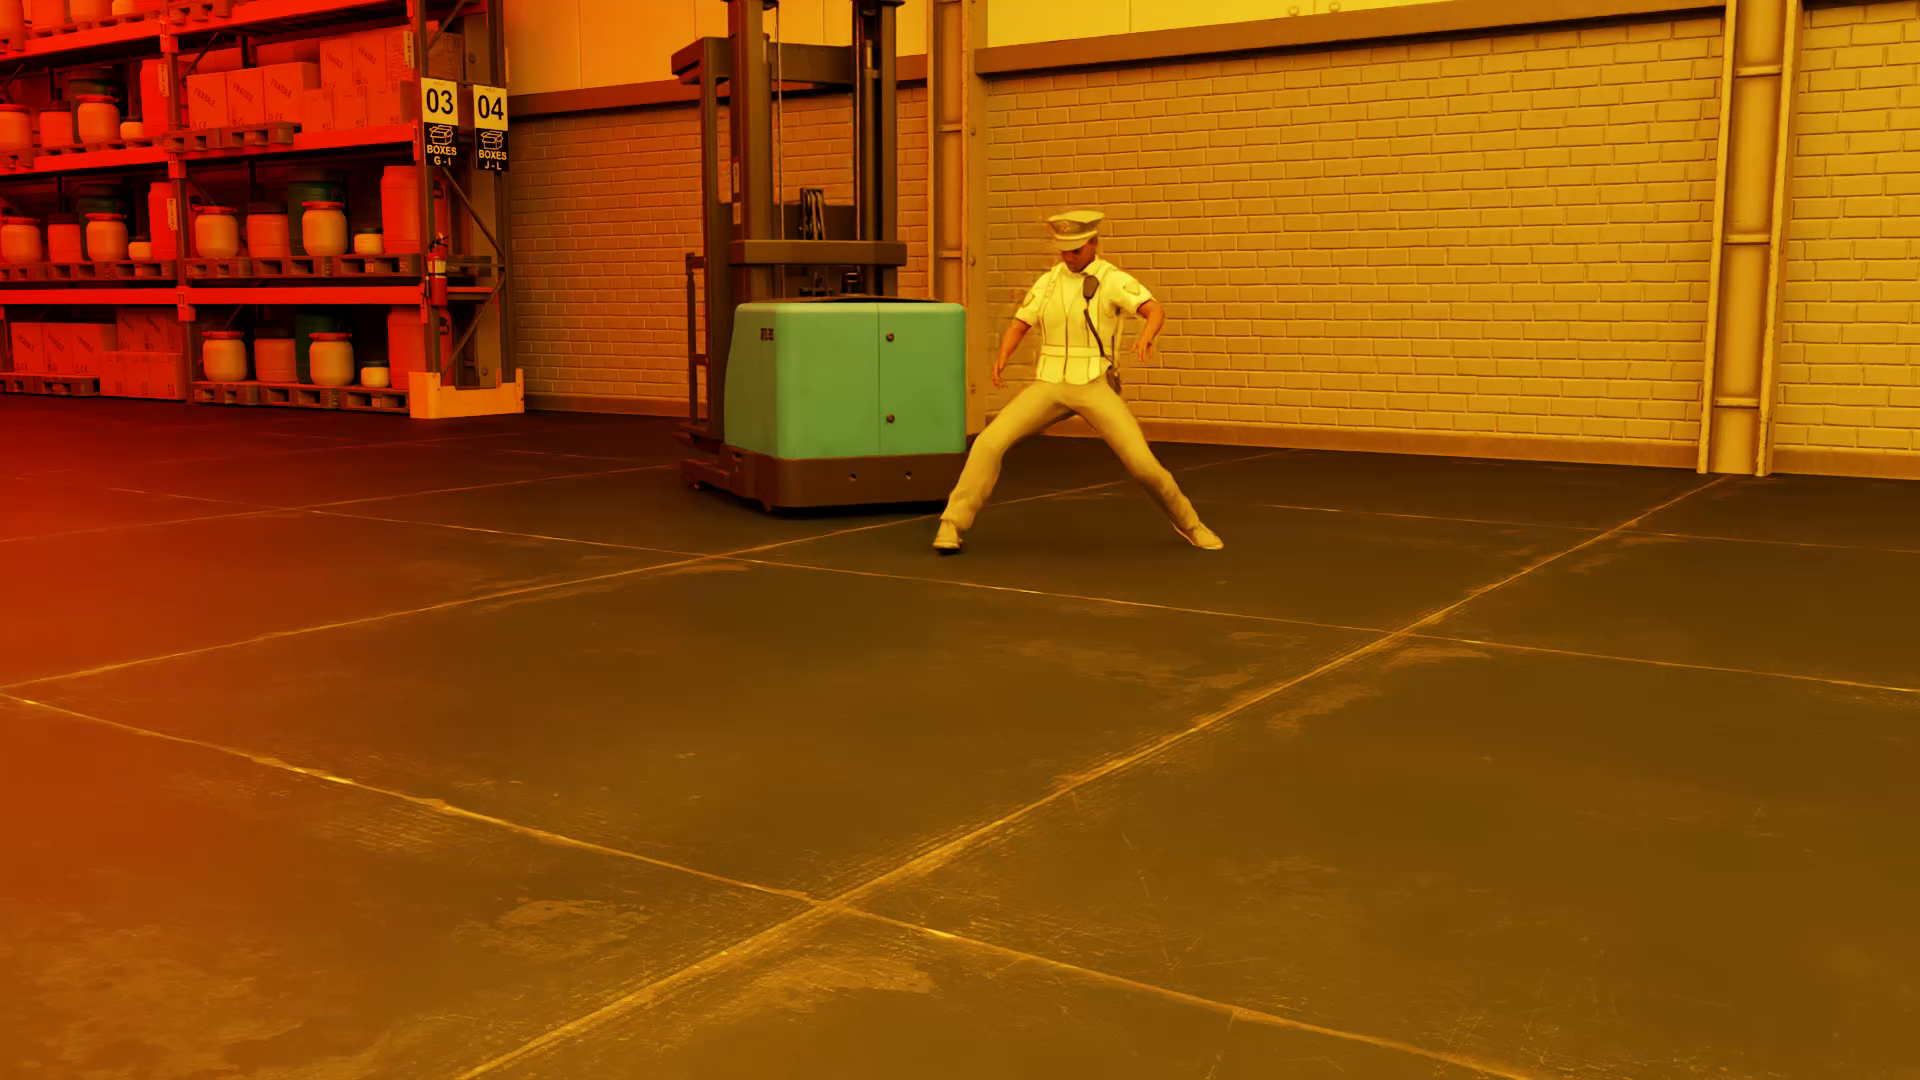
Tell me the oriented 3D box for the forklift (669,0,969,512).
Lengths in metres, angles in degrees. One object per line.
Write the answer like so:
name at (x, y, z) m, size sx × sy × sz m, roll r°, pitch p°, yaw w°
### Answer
forklift at (-1.004, -1.760, 9.573) m, size 1.130 × 2.935 × 3.031 m, roll -4°, pitch 9°, yaw -23°

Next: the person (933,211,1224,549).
person at (0.515, -0.674, 7.217) m, size 1.103 × 1.493 × 0.935 m, roll 4°, pitch 9°, yaw 29°
